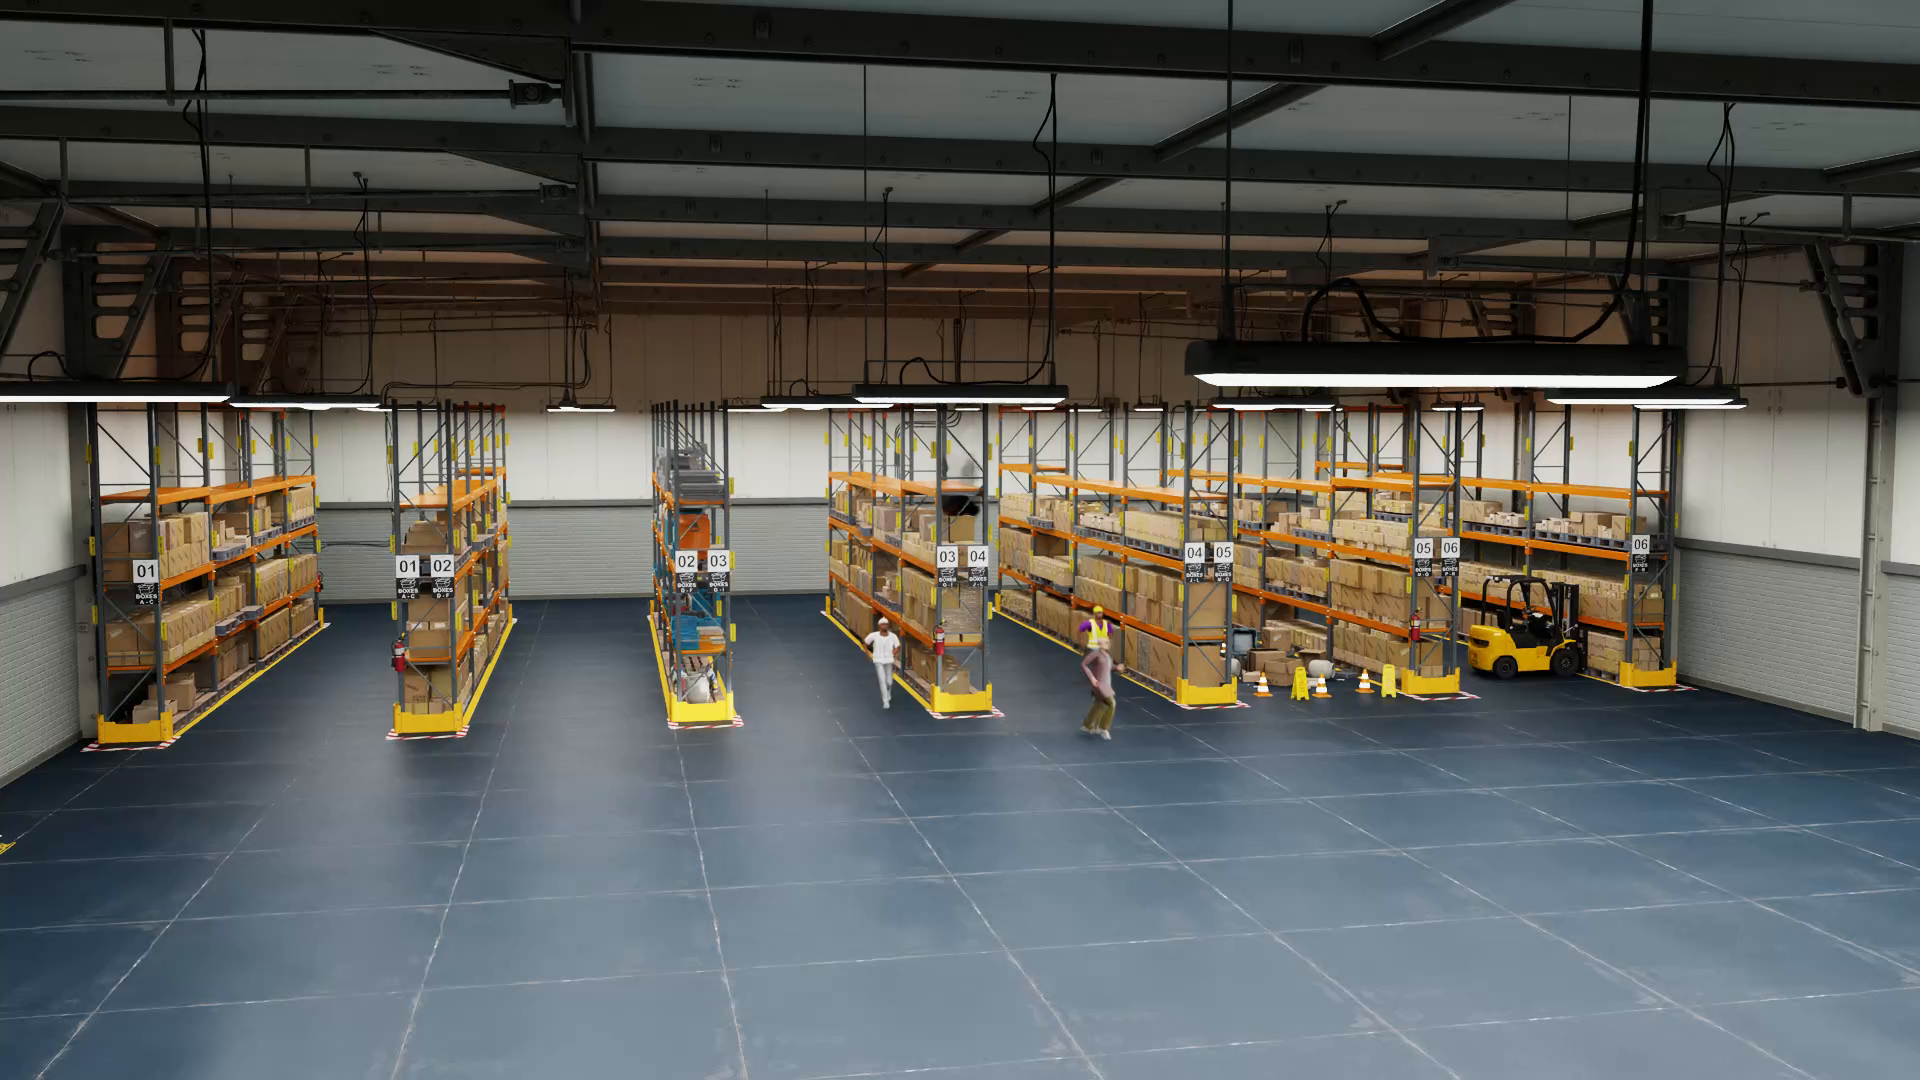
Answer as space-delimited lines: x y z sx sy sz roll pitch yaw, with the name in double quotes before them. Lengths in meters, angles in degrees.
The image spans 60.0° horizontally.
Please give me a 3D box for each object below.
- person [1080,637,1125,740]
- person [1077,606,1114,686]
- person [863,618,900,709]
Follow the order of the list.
"person" 2.527 2.633 29.500 0.825 1.847 0.666 2 5 28
"person" 2.837 2.266 34.206 0.678 1.831 0.770 -2 5 -28
"person" -1.484 2.397 32.599 0.694 1.714 0.994 -1 4 -16
